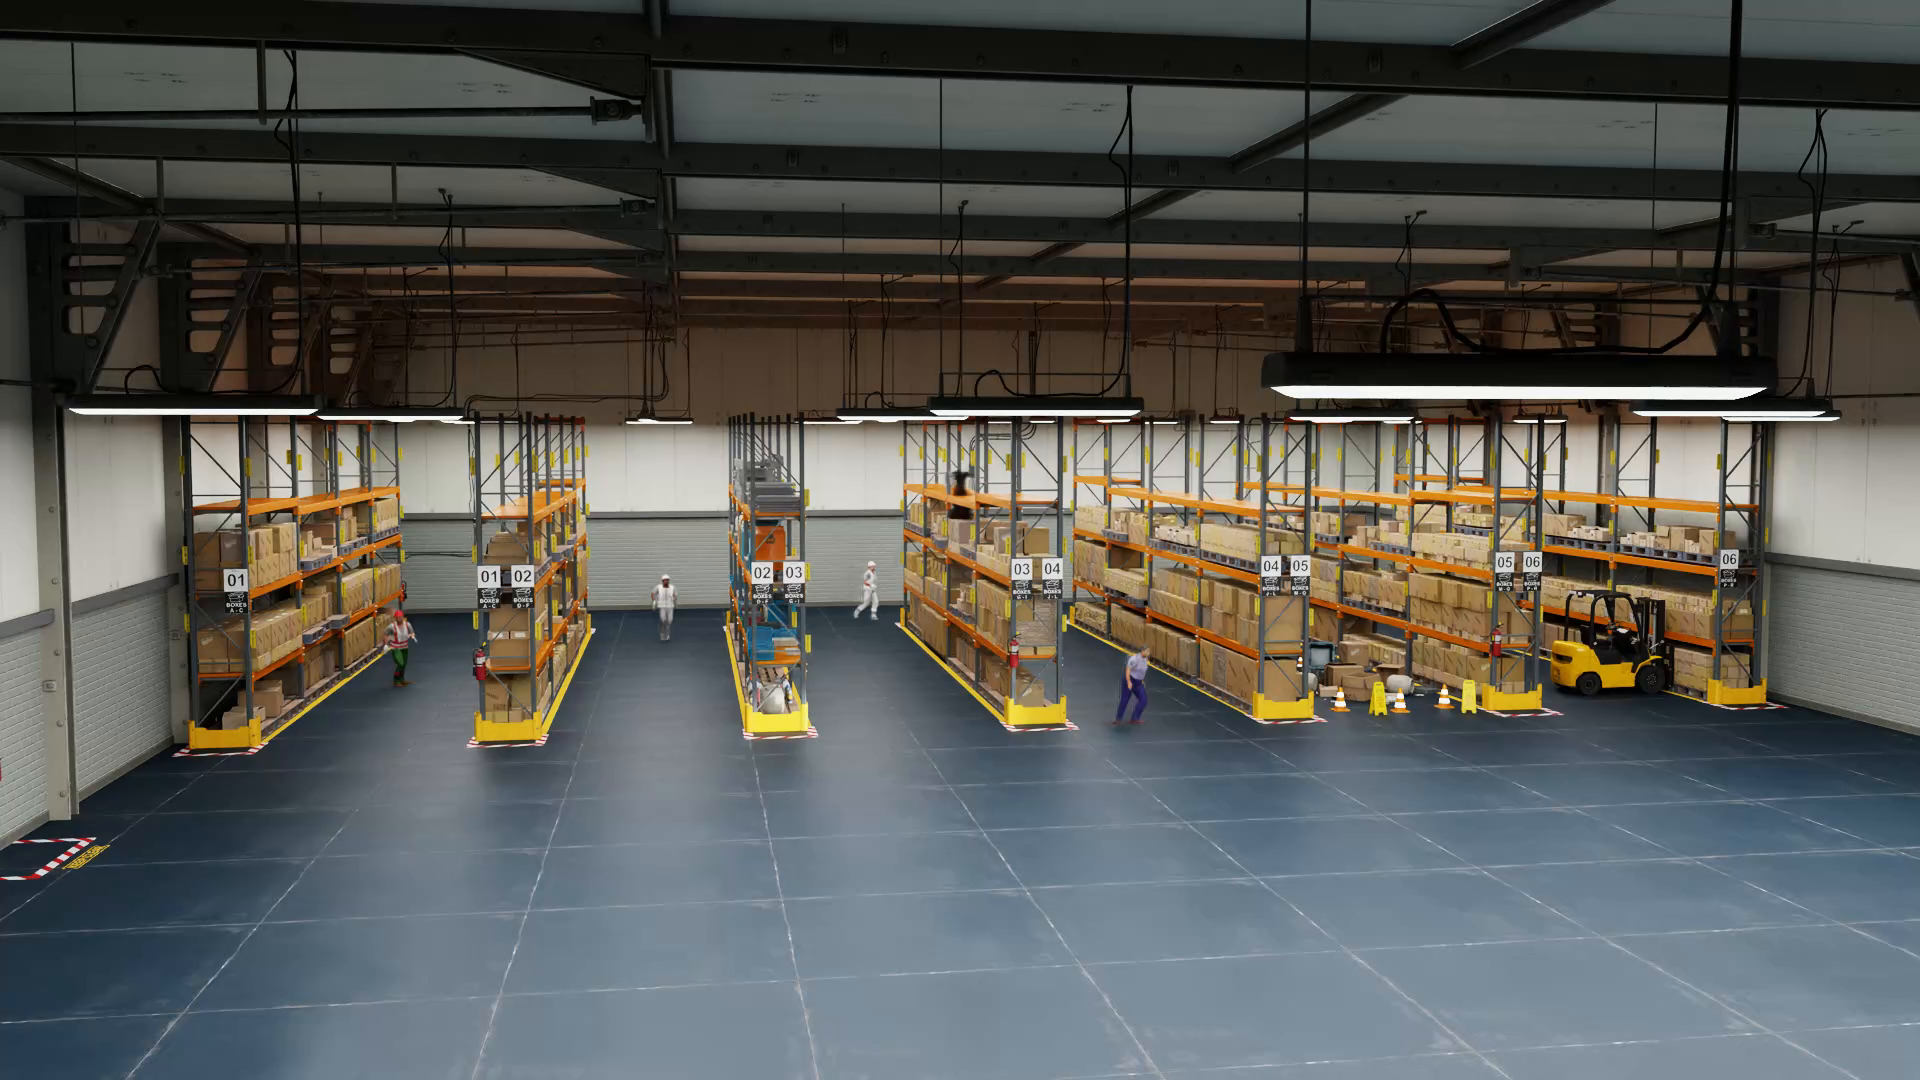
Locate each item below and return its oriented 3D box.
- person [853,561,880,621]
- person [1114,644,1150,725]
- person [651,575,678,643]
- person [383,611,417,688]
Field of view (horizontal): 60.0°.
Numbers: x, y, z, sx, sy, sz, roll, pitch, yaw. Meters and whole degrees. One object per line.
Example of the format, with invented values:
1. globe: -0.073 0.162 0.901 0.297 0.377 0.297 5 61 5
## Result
1. person: -2.720 1.499 49.327 0.861 1.738 0.714 1 4 11
2. person: 3.324 2.781 32.009 0.648 1.558 0.632 4 5 44
3. person: -7.830 1.826 44.265 0.666 1.793 0.712 -2 4 -21
4. person: -12.302 2.404 36.644 0.831 1.740 0.672 2 5 33
